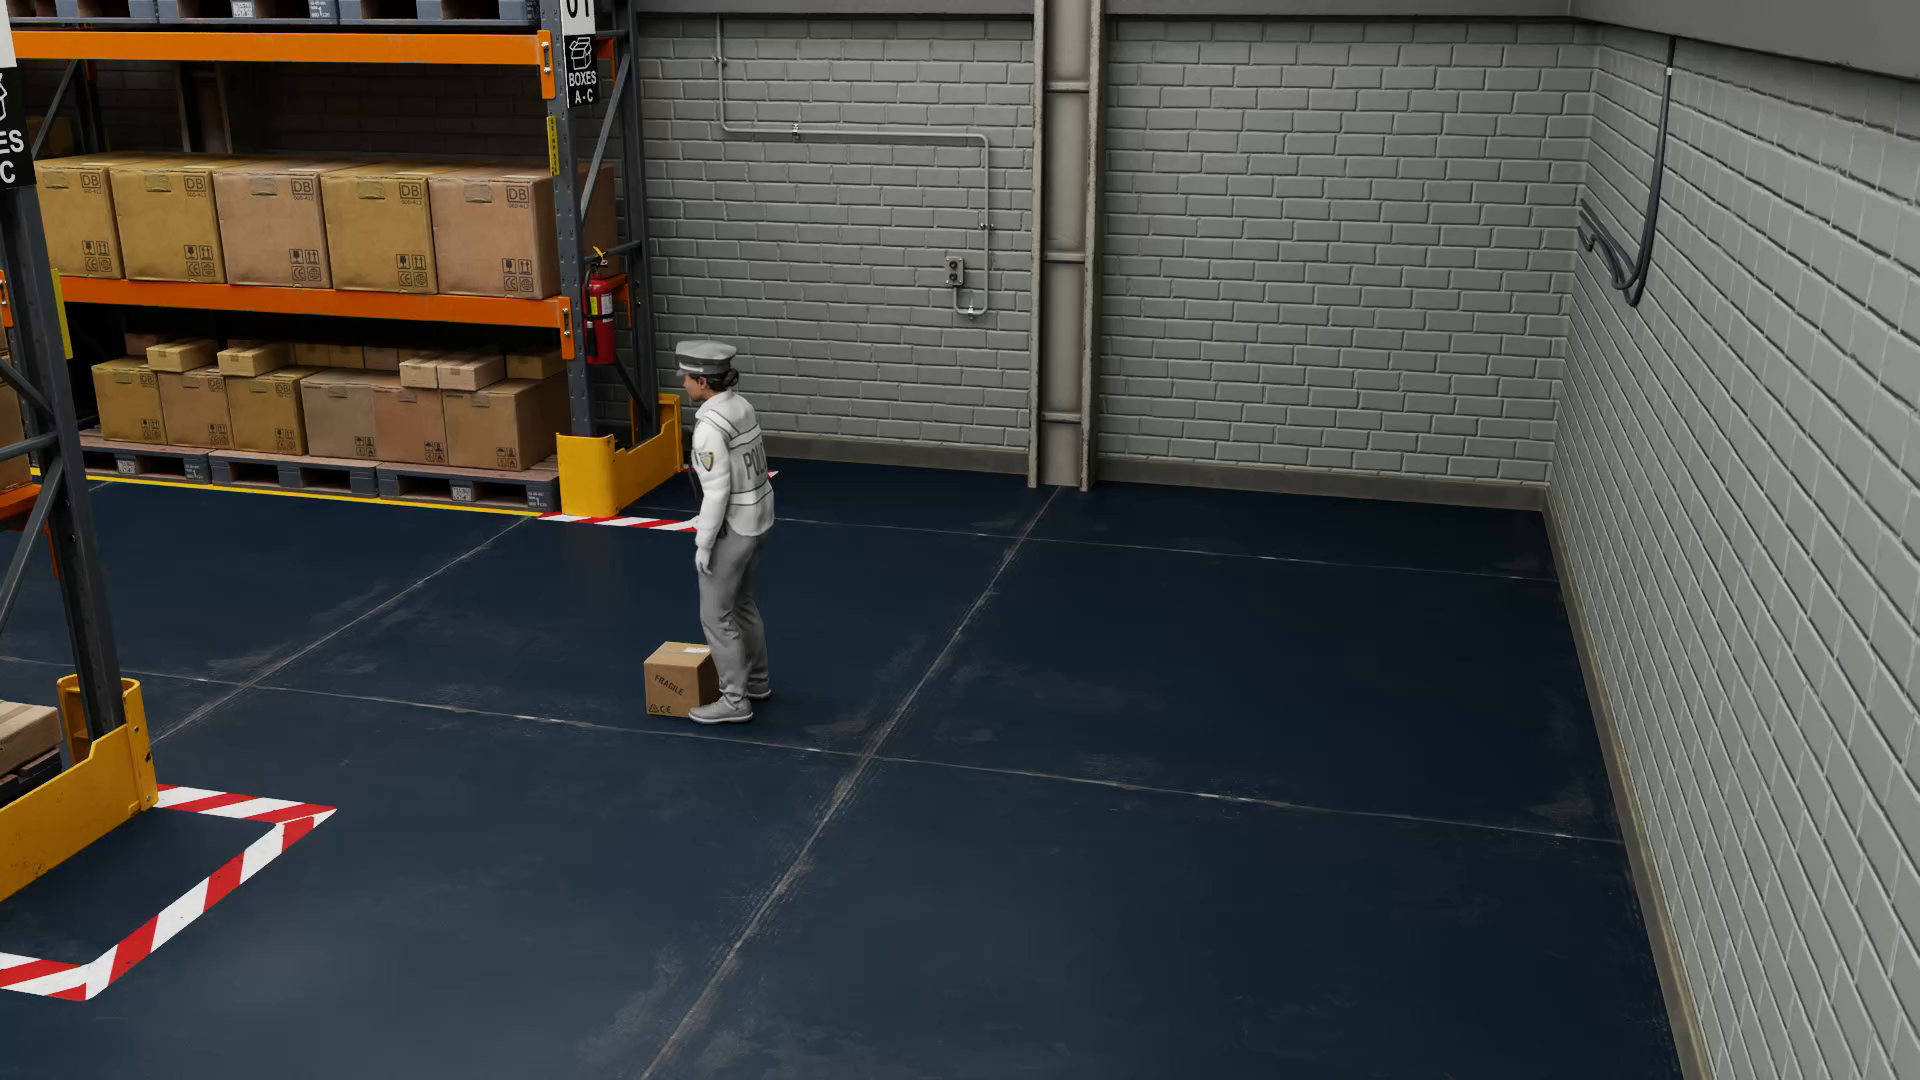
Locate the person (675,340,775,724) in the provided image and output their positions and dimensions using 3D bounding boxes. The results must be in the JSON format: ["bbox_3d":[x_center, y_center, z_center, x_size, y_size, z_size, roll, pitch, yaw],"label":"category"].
[{"bbox_3d":[-0.998,-0.032,7.150,0.373,1.663,0.526,4,19,12],"label":"person"}]
